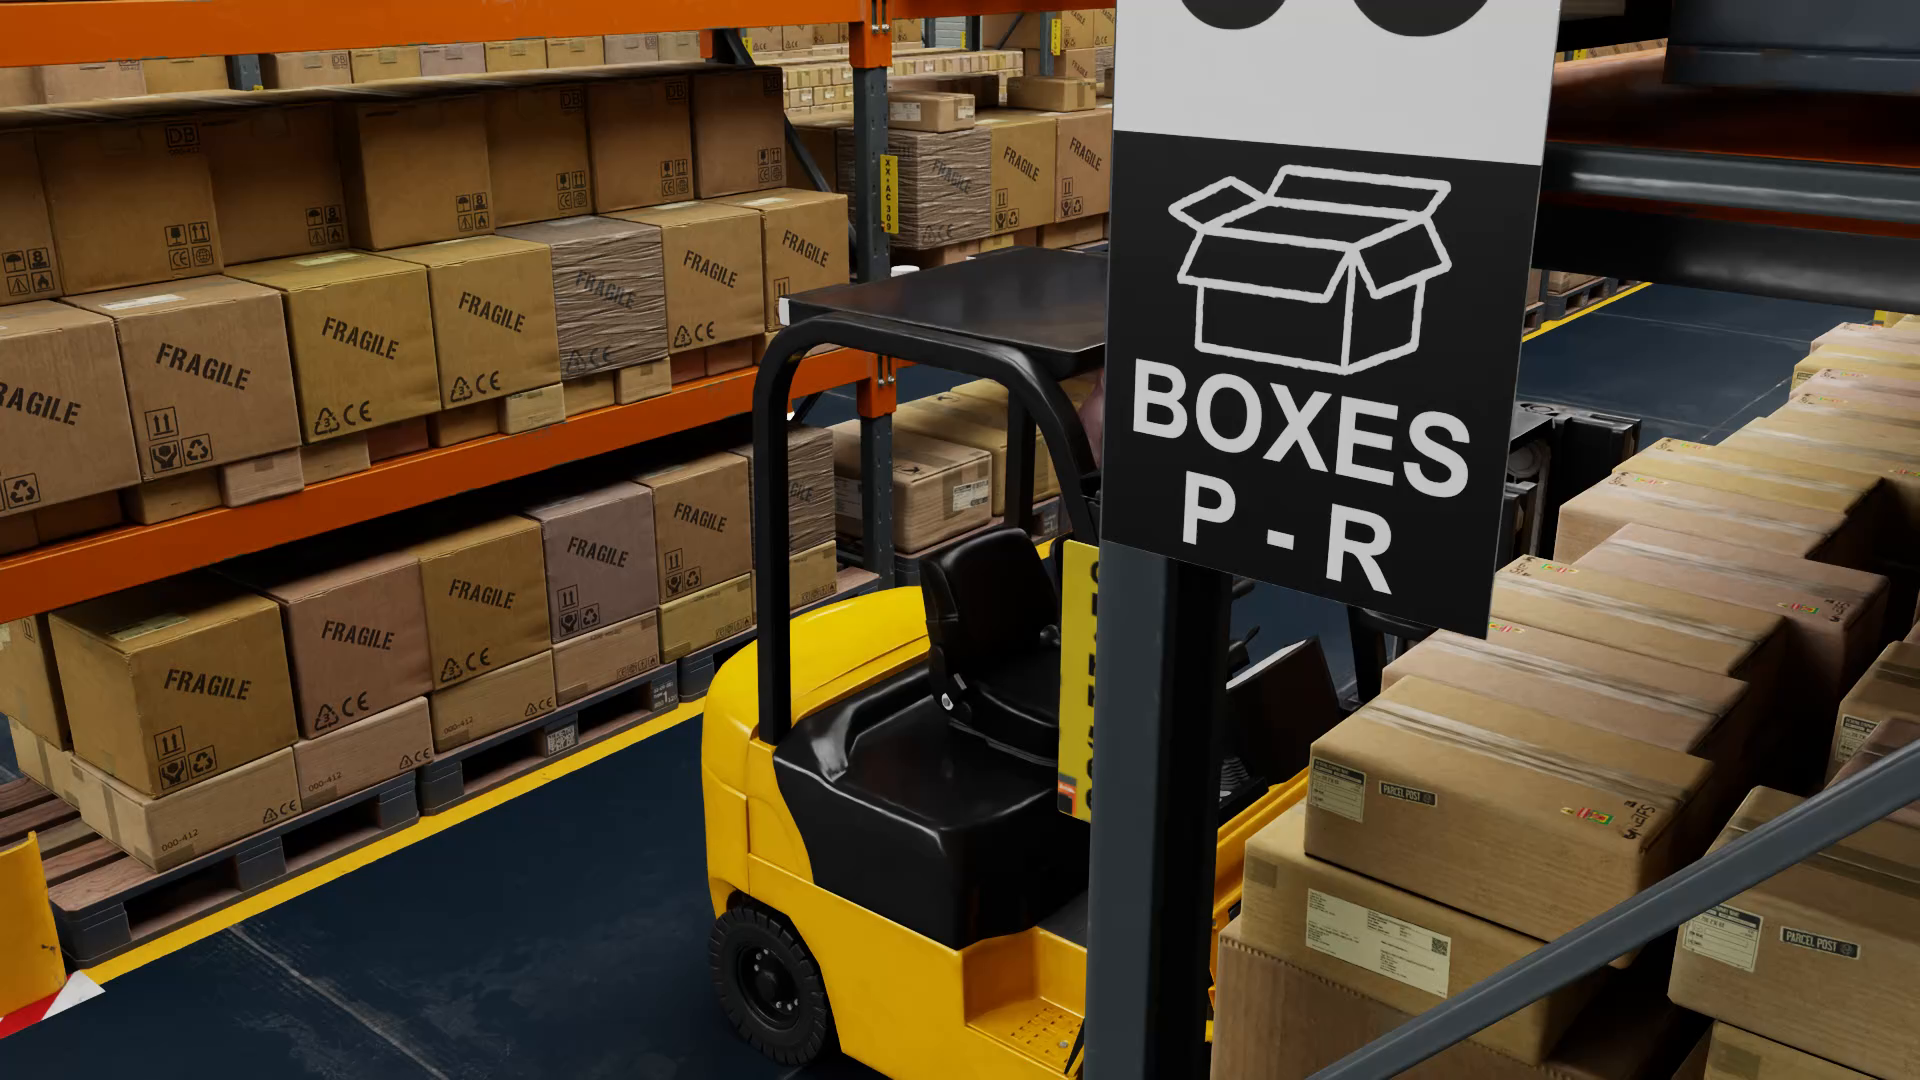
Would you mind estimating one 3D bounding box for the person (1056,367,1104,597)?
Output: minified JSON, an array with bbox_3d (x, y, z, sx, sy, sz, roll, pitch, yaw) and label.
[{"bbox_3d":[0.673,0.055,5.915,1.020,1.735,0.607,8,22,22],"label":"person"}]
